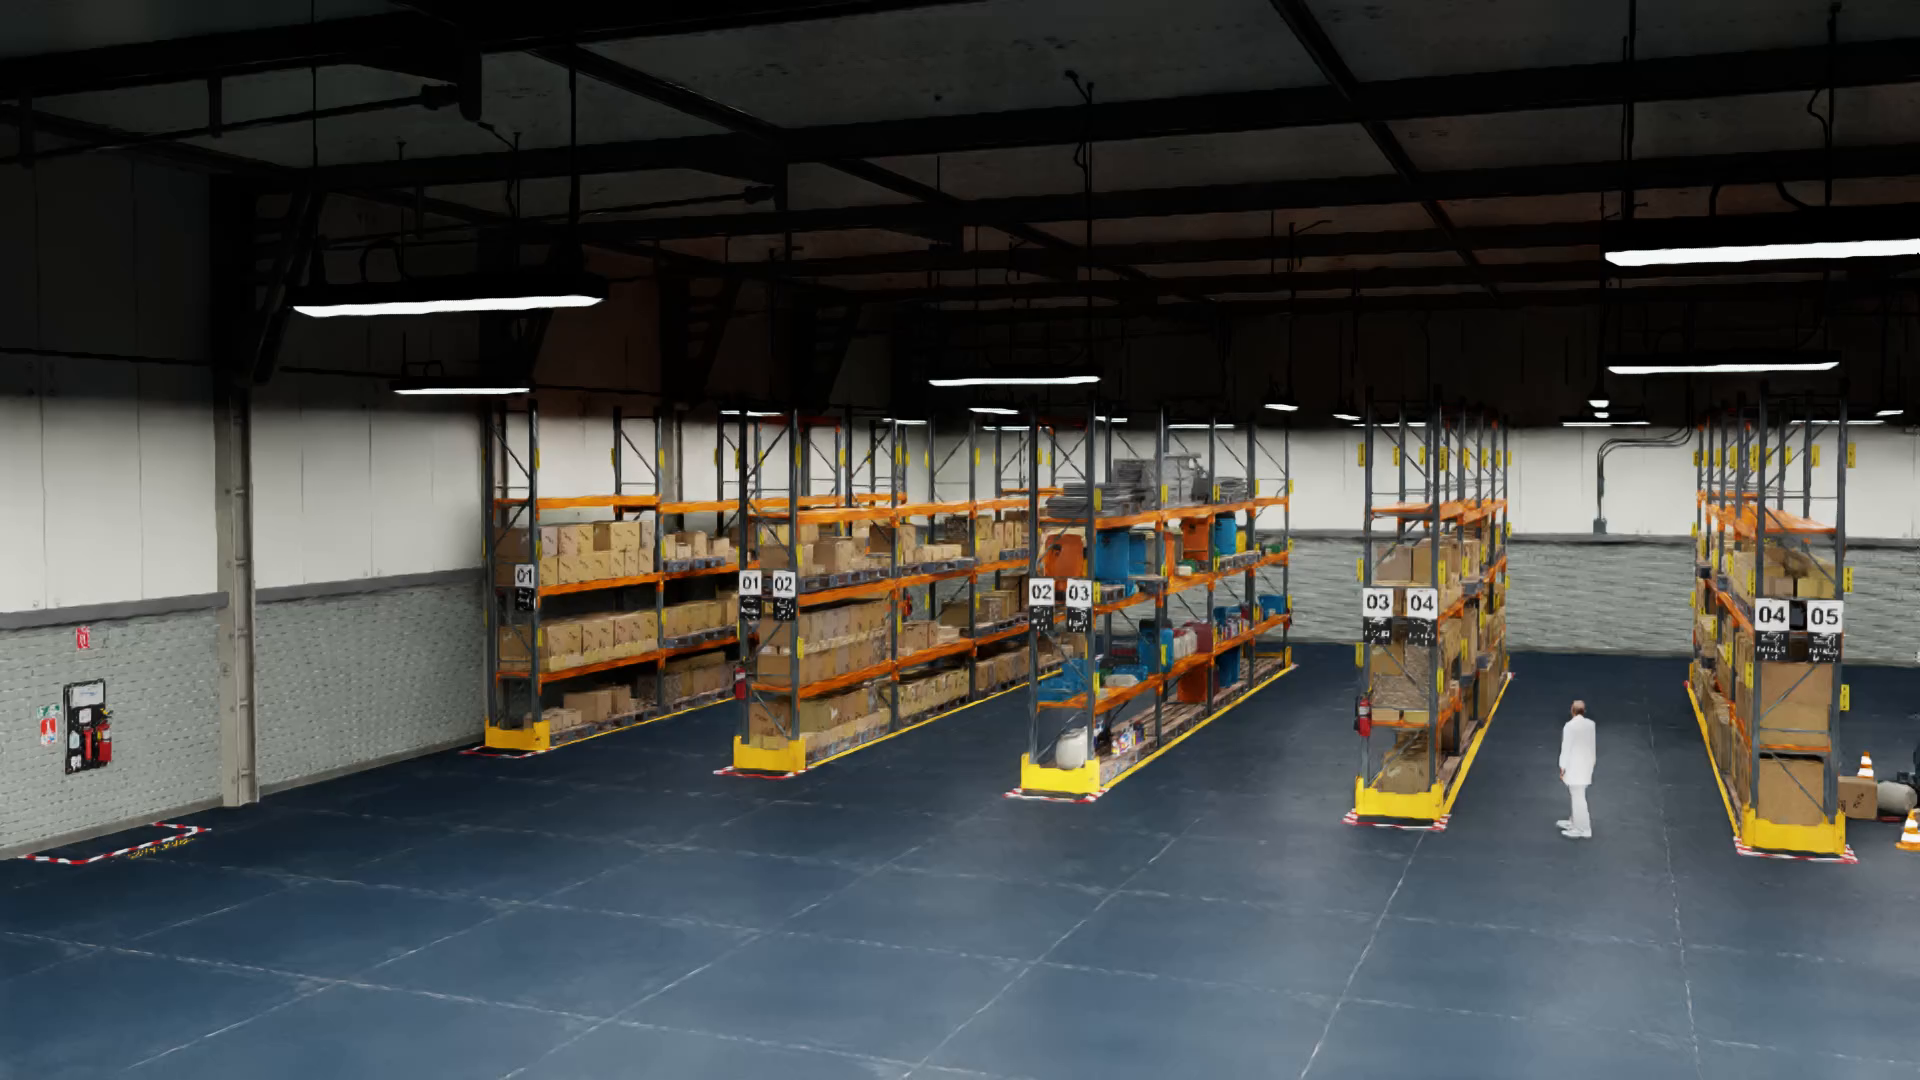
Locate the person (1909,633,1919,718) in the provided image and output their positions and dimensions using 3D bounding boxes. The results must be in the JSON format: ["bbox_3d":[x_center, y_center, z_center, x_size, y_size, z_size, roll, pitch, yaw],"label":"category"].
[{"bbox_3d":[18.318,2.548,31.545,0.557,1.764,0.650,2,4,38],"label":"person"}]

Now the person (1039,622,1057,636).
[{"bbox_3d":[2.360,1.902,45.609,0.726,1.715,0.502,-1,3,-23],"label":"person"}]

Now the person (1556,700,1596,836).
[{"bbox_3d":[8.178,3.003,22.122,0.678,1.773,0.623,-2,4,-38],"label":"person"}]
